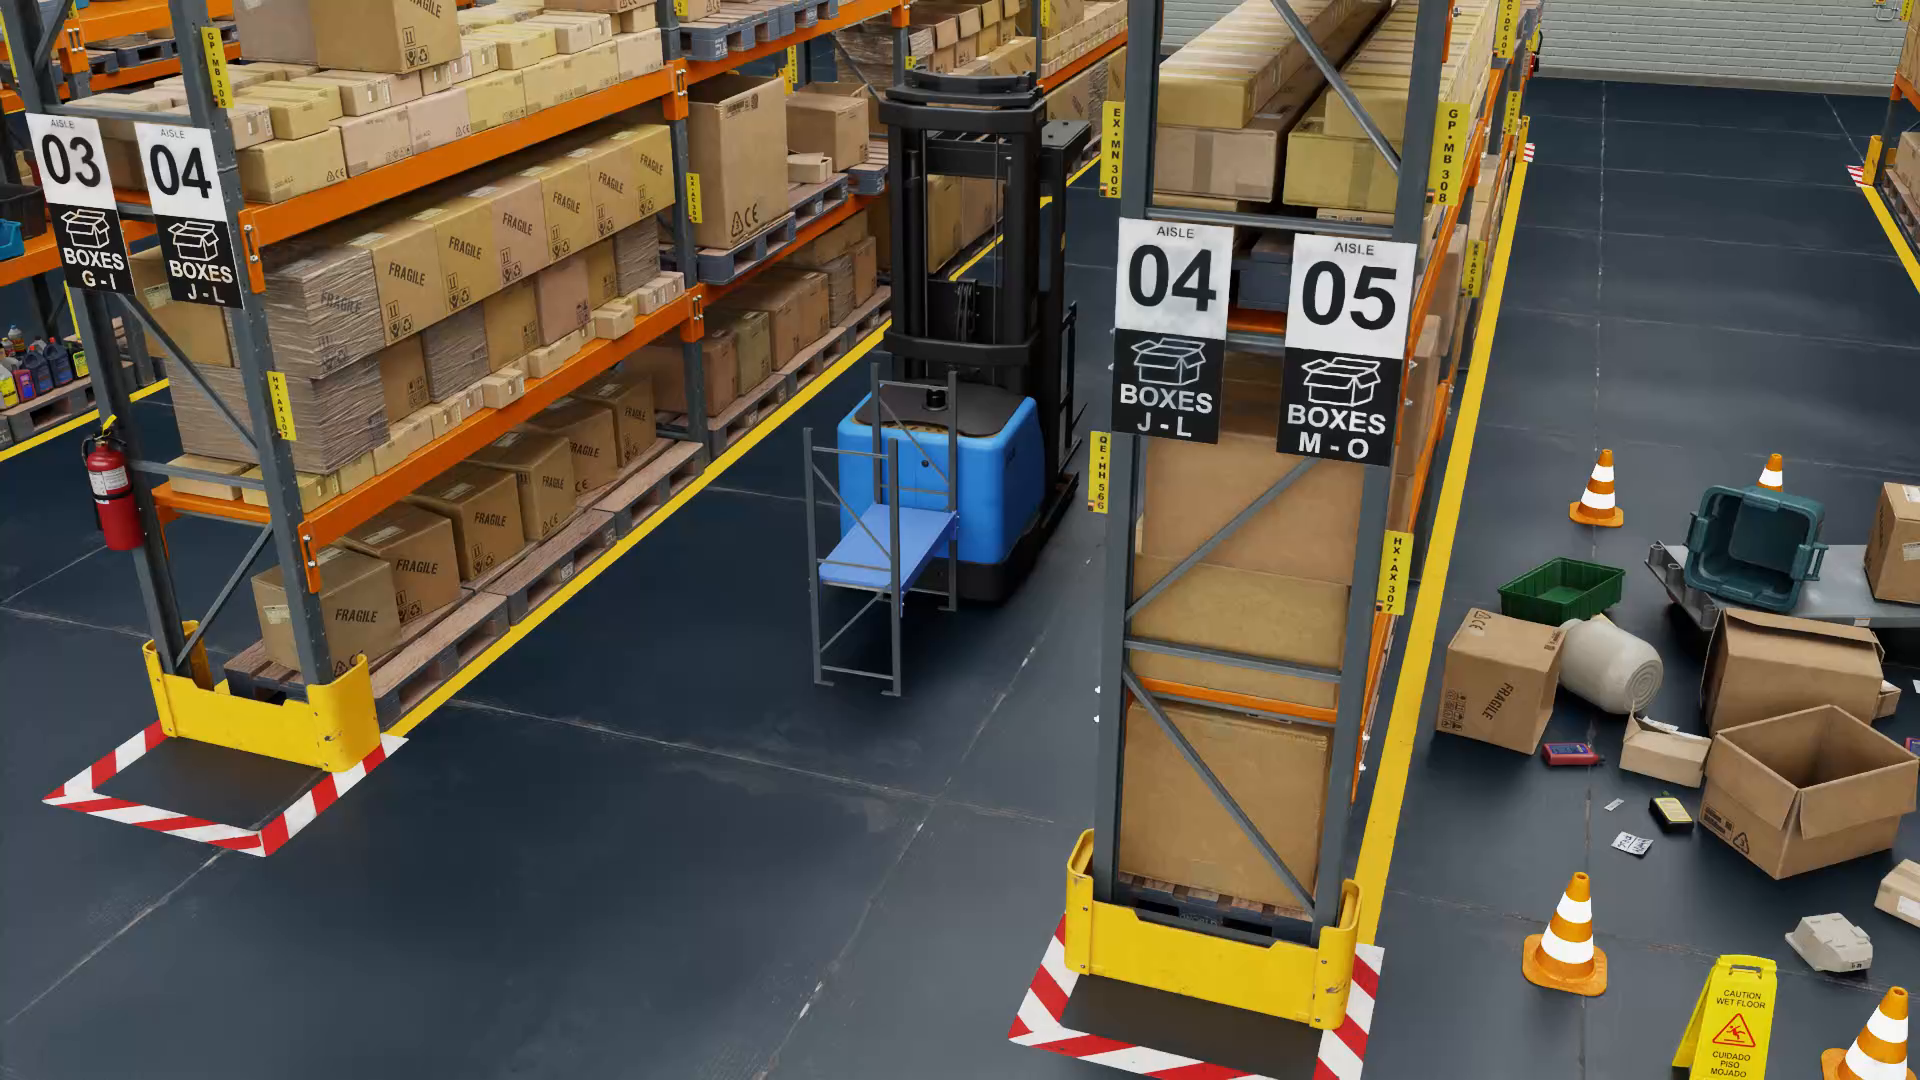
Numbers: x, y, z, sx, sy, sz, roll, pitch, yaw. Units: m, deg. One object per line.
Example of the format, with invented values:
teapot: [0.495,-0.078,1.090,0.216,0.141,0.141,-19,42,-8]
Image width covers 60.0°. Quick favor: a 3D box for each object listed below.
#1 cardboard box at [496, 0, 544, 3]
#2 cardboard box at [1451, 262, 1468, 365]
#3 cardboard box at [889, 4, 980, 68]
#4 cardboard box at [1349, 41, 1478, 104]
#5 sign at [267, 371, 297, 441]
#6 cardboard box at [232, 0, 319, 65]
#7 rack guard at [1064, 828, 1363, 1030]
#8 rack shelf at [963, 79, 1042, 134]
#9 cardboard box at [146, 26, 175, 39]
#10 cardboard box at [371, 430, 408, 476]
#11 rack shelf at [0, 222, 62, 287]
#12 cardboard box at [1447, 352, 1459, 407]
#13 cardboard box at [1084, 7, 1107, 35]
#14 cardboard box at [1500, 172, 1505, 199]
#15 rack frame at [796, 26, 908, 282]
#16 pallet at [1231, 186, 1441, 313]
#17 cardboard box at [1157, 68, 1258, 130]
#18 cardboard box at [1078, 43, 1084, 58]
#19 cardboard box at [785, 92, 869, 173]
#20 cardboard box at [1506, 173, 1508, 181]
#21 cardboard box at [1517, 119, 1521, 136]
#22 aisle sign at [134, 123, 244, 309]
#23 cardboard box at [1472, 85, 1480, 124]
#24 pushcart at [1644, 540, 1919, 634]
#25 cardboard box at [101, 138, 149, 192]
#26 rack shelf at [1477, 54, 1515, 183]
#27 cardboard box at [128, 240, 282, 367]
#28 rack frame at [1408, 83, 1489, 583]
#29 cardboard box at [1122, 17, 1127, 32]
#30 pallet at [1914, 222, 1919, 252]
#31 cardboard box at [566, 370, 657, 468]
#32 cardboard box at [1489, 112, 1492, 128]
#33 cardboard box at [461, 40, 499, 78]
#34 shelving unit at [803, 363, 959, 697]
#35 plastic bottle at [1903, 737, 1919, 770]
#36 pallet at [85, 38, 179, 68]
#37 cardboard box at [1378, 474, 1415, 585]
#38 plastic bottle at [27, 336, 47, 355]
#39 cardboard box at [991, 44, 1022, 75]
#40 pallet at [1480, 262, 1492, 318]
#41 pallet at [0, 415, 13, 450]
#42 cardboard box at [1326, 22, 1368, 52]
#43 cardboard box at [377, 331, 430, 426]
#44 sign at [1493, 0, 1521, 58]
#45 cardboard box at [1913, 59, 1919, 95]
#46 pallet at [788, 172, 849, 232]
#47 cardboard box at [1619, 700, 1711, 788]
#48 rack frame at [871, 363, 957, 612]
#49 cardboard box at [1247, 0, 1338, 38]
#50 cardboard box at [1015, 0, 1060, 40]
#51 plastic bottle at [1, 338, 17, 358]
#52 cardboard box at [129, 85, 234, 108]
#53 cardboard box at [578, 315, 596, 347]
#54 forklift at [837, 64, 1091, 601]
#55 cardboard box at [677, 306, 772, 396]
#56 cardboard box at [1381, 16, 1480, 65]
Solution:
cardboard box: [-2.671,-3.316,10.429,0.380,0.149,0.250,8,27,16]
cardboard box: [2.800,-1.404,10.093,0.500,0.500,0.500,9,27,18]
cardboard box: [-0.246,-4.925,16.214,0.797,0.503,0.637,10,27,19]
cardboard box: [1.946,-1.972,7.173,0.500,0.250,0.500,9,27,17]
sign: [-3.092,-0.610,7.574,0.100,0.325,0.005,9,27,17]
cardboard box: [-3.326,-2.726,8.467,0.500,0.500,0.500,9,27,17]
rack guard: [1.032,1.597,6.878,1.175,0.500,0.348,9,27,17]
rack shelf: [-0.276,-4.085,16.569,1.077,0.370,4.000,9,27,17]
cardboard box: [-9.480,-6.167,19.449,0.700,0.500,0.500,2,26,4]
cardboard box: [-3.085,-0.469,8.565,0.380,0.149,0.250,9,27,17]
rack shelf: [-7.609,-1.515,11.263,1.077,0.370,4.000,9,27,17]
cardboard box: [3.127,-1.405,12.310,1.050,0.750,0.750,9,27,18]
cardboard box: [1.471,-6.285,20.120,0.500,0.250,0.500,8,27,16]
cardboard box: [4.840,-3.319,15.689,0.500,0.250,0.500,10,28,20]
rack frame: [-0.941,-3.586,14.715,1.000,3.000,0.127,9,27,17]
pallet: [1.277,-1.155,6.352,1.003,0.211,1.213,9,27,17]
cardboard box: [0.832,-1.556,5.855,0.380,0.149,0.250,9,27,18]
cardboard box: [1.233,-5.723,19.417,0.380,0.149,0.250,9,27,18]
cardboard box: [-1.175,-3.349,13.628,0.700,0.500,0.500,13,29,25]
cardboard box: [5.851,-4.017,18.395,0.380,0.149,0.250,8,27,16]
cardboard box: [6.323,-4.813,19.355,0.380,0.149,0.250,8,27,16]
aisle sign: [-3.341,-1.400,7.216,0.394,0.787,0.004,9,27,17]
cardboard box: [2.214,-2.039,7.770,0.380,0.149,0.250,9,27,18]
pushcart: [4.906,0.365,9.564,1.648,0.377,0.936,0,26,-1]
cardboard box: [-3.683,-1.816,7.789,0.500,0.250,0.500,9,27,19]
rack shelf: [3.037,-3.030,10.949,1.077,0.370,4.000,9,27,17]
cardboard box: [-3.654,-1.190,8.161,0.500,0.500,0.500,9,27,17]
rack frame: [2.371,-1.182,9.749,1.000,3.000,0.127,9,27,17]
cardboard box: [1.913,-6.567,21.159,0.380,0.149,0.250,9,27,18]
pallet: [10.062,-2.839,16.372,1.003,0.211,1.213,9,27,17]
cardboard box: [-2.443,-0.848,11.446,0.500,0.500,0.500,8,27,16]
cardboard box: [4.126,-3.442,13.541,0.380,0.149,0.250,8,27,16]
cardboard box: [-2.715,-2.589,8.927,0.380,0.149,0.250,8,27,16]
shelving unit: [-0.407,-0.075,9.183,0.538,1.500,1.048,8,27,15]
plastic bottle: [4.875,1.075,8.459,0.133,0.061,0.283,14,29,26]
pallet: [-9.639,-5.738,19.379,1.003,0.211,1.213,9,27,17]
cardboard box: [1.588,-0.206,7.561,0.875,0.550,0.550,9,27,17]
plastic bottle: [-7.022,-1.381,12.695,0.144,0.351,0.185,9,27,17]
cardboard box: [0.320,-4.841,17.192,0.500,0.500,0.500,10,27,19]
pallet: [4.371,-2.391,15.446,1.003,0.211,1.213,9,27,17]
pallet: [-7.610,-0.633,11.815,1.003,0.211,1.213,9,27,17]
cardboard box: [1.611,-2.257,7.761,0.500,0.250,0.500,8,27,17]
cardboard box: [-3.341,-0.923,8.757,0.875,0.500,0.500,9,27,17]
sign: [2.895,-2.720,8.800,0.100,0.325,0.005,9,27,17]
cardboard box: [10.307,-4.908,17.330,0.500,0.500,0.500,9,27,17]
pallet: [-1.561,-2.681,13.065,1.003,0.211,1.213,9,27,17]
cardboard box: [3.536,1.022,8.334,0.396,0.266,0.258,14,29,26]
rack frame: [-0.259,-0.287,9.621,0.500,1.500,0.032,8,27,15]
cardboard box: [1.507,-2.388,7.575,0.380,0.149,0.250,9,27,17]
cardboard box: [0.790,-5.794,18.245,0.500,0.500,0.500,9,27,17]
plastic bottle: [-7.496,-1.490,13.092,0.097,0.201,0.097,0,26,0]
cardboard box: [-3.608,-2.010,7.732,0.380,0.149,0.250,8,27,16]
cardboard box: [-2.484,-1.301,10.283,0.380,0.149,0.250,9,27,17]
forklift: [0.182,-1.580,10.649,1.130,2.935,3.031,8,27,15]
cardboard box: [-1.871,-1.458,12.683,0.700,0.500,0.500,9,27,17]
cardboard box: [1.960,-2.086,6.952,0.380,0.149,0.250,9,27,18]
